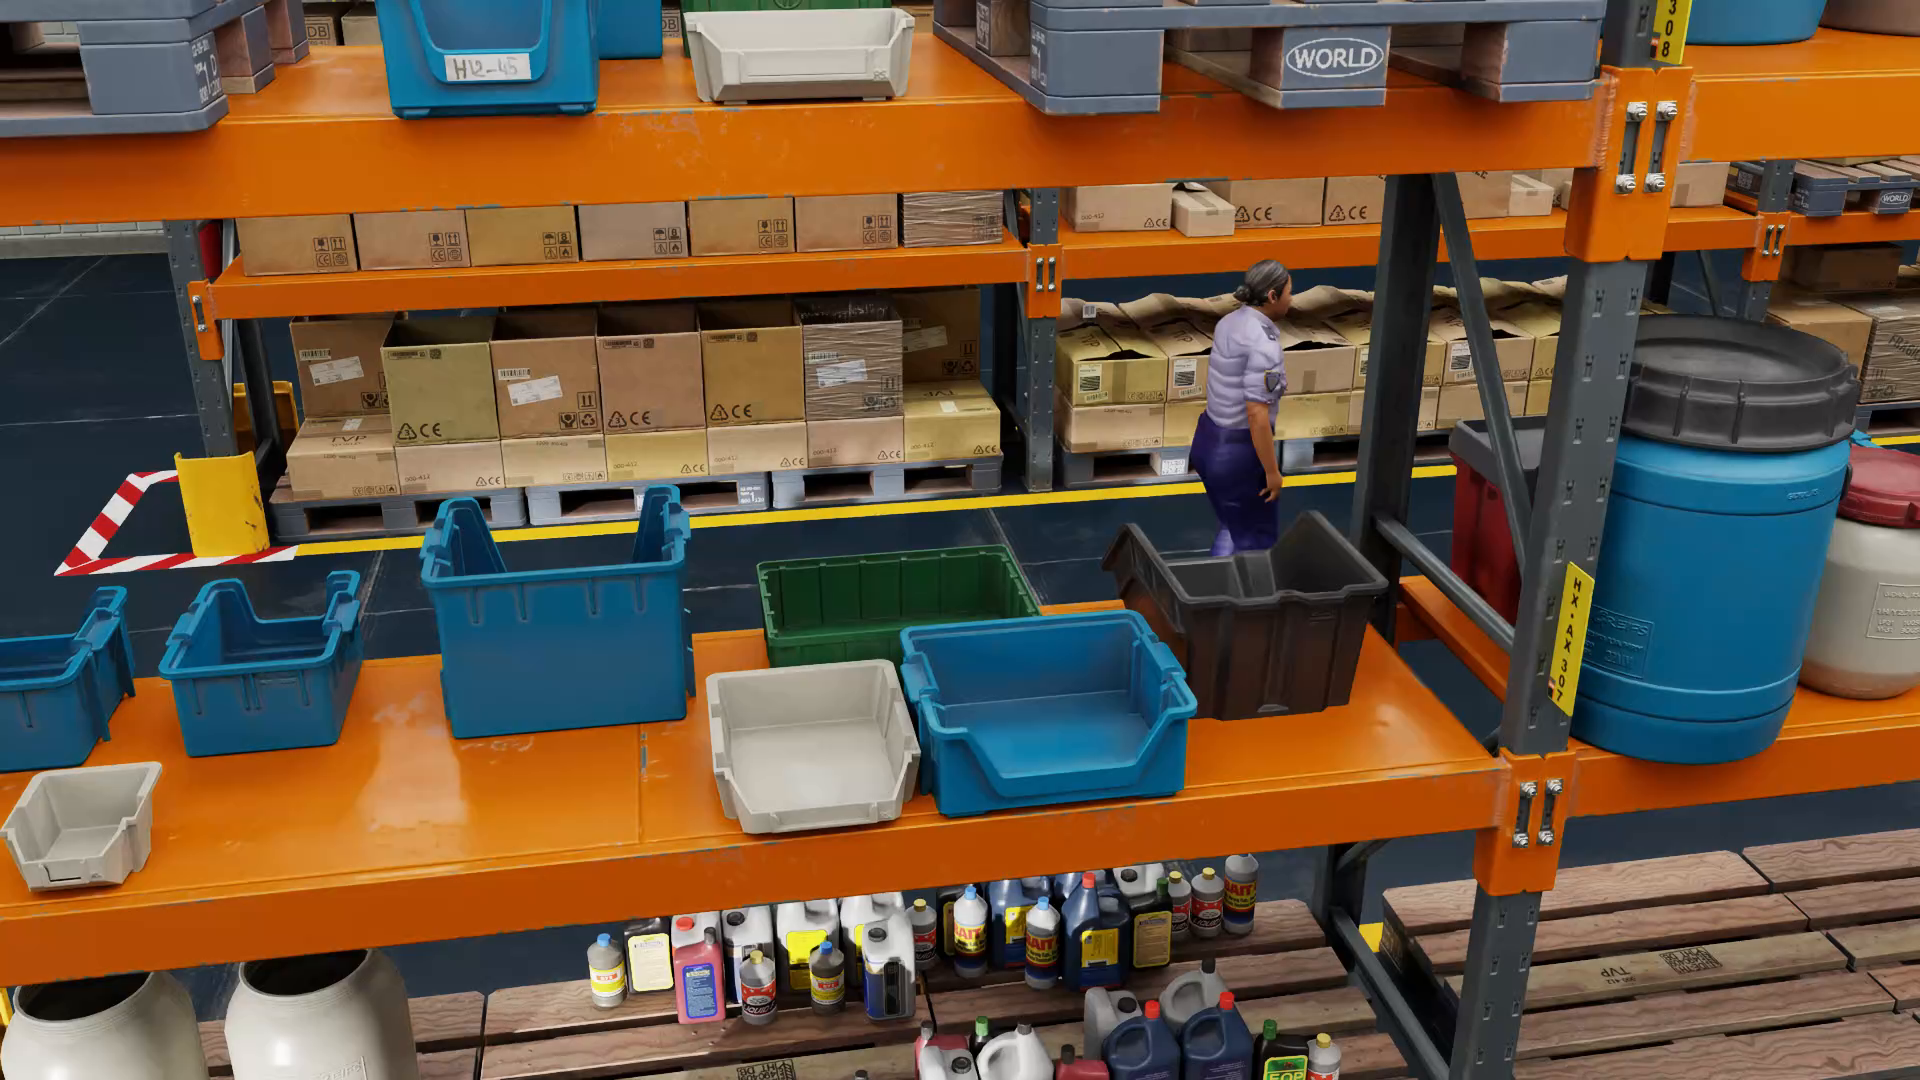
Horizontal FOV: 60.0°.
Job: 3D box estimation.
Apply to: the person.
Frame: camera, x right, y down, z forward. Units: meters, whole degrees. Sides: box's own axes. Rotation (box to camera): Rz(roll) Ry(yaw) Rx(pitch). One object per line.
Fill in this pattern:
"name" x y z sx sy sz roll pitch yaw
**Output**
"person" 1.193 -0.339 6.894 0.416 1.648 0.557 -5 24 -11
